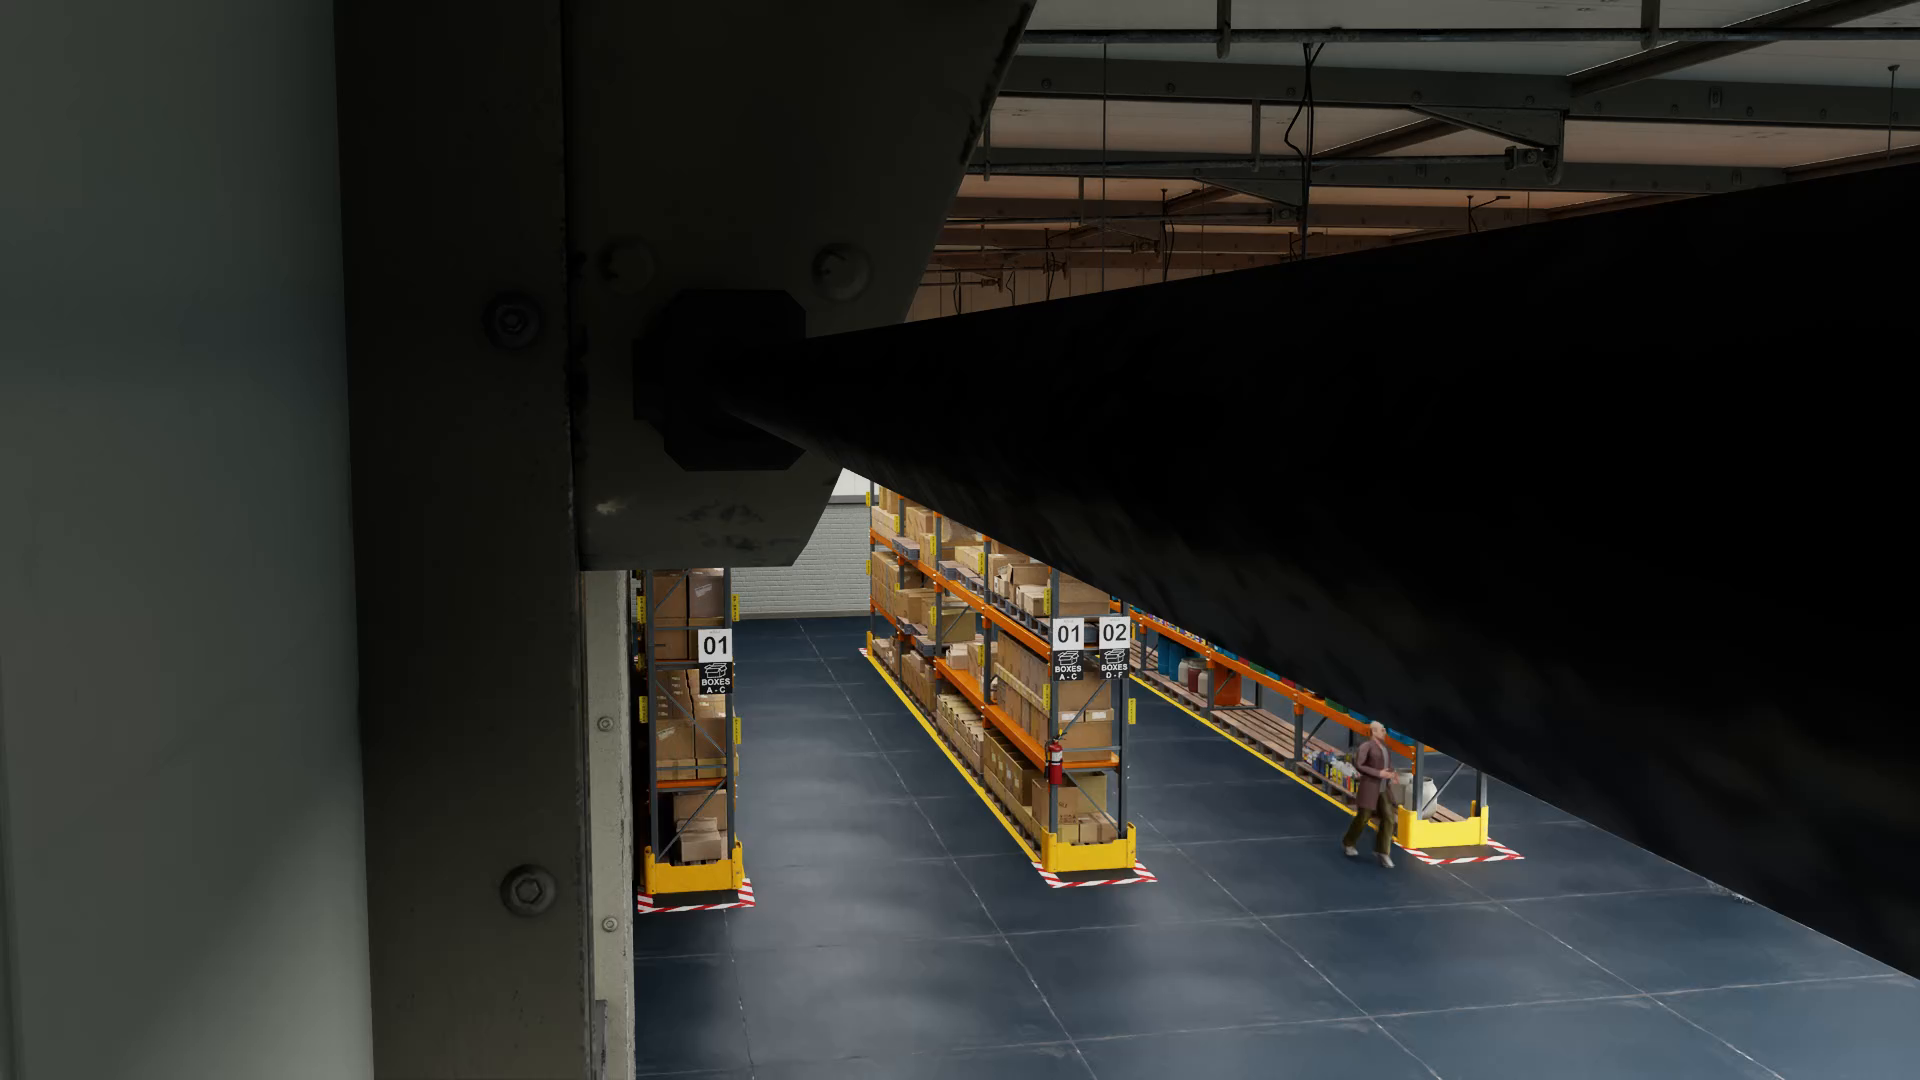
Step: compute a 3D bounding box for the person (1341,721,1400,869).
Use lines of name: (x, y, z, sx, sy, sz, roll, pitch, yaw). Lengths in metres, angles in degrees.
person: (5.350, 3.233, 21.327, 0.768, 1.812, 0.809, -4, 7, -36)

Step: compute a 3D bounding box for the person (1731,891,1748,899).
person: (9.493, 3.442, 19.564, 0.682, 1.719, 0.637, 1, 6, 13)
